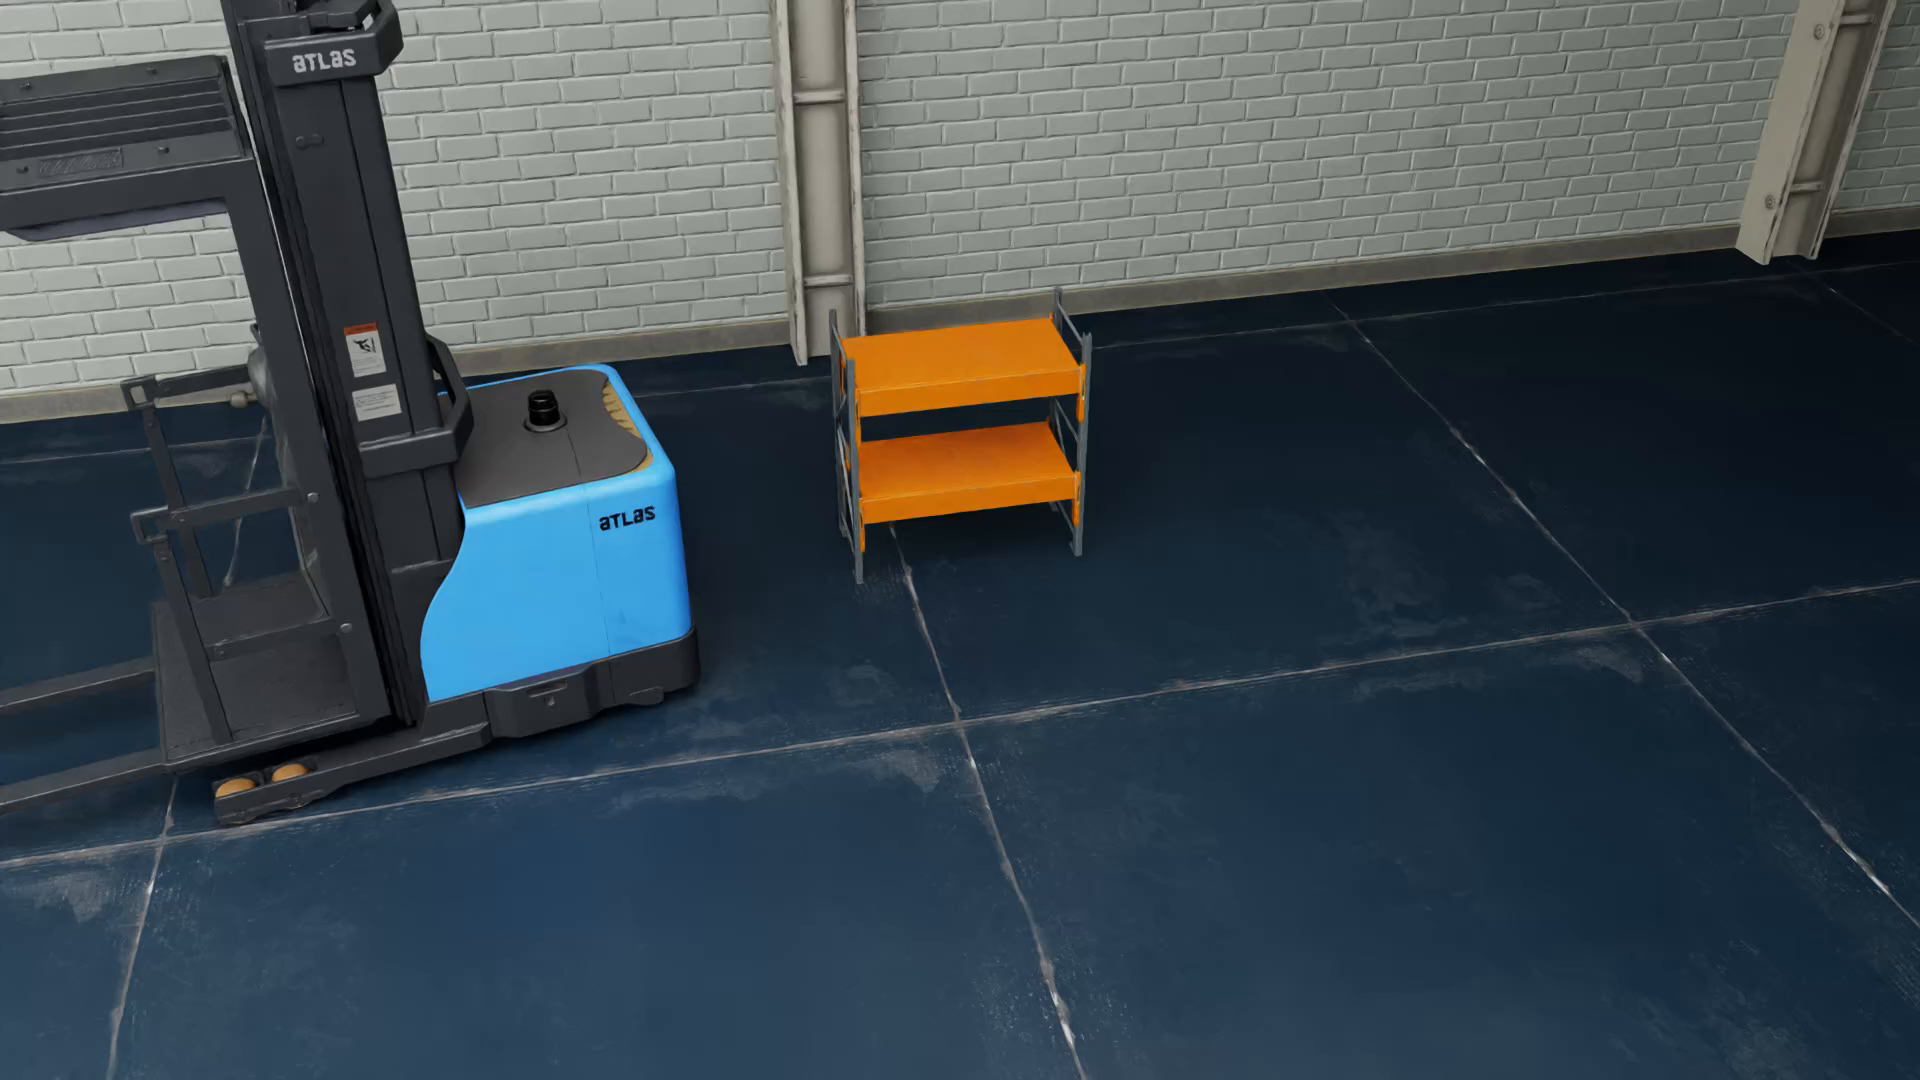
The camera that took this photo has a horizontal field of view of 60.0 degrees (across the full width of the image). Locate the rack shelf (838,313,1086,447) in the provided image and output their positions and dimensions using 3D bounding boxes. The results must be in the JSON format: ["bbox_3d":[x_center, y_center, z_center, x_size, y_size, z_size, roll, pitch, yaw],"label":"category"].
[{"bbox_3d":[-0.007,-0.709,7.272,1.000,0.278,0.538,-7,35,-11],"label":"rack shelf"}]

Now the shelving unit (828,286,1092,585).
[{"bbox_3d":[-0.007,-0.466,7.435,1.048,1.125,0.538,-7,35,-11],"label":"shelving unit"}]

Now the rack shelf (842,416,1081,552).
[{"bbox_3d":[-0.007,-0.263,7.572,1.000,0.278,0.538,-7,35,-11],"label":"rack shelf"}]

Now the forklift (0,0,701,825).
[{"bbox_3d":[-2.624,-0.500,5.865,3.031,2.935,1.130,-14,36,-20],"label":"forklift"}]

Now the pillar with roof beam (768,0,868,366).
[{"bbox_3d":[0.213,-2.468,3.352,0.400,9.000,9.100,-7,35,-11],"label":"pillar with roof beam"}]

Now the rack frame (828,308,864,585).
[{"bbox_3d":[-0.502,-0.404,7.342,0.032,1.125,0.500,-7,35,-11],"label":"rack frame"}]

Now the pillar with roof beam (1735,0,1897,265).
[{"bbox_3d":[6.065,-3.205,4.451,0.400,9.000,9.100,-7,35,-11],"label":"pillar with roof beam"}]

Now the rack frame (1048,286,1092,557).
[{"bbox_3d":[0.489,-0.529,7.528,0.032,1.125,0.500,-7,35,-11],"label":"rack frame"}]
